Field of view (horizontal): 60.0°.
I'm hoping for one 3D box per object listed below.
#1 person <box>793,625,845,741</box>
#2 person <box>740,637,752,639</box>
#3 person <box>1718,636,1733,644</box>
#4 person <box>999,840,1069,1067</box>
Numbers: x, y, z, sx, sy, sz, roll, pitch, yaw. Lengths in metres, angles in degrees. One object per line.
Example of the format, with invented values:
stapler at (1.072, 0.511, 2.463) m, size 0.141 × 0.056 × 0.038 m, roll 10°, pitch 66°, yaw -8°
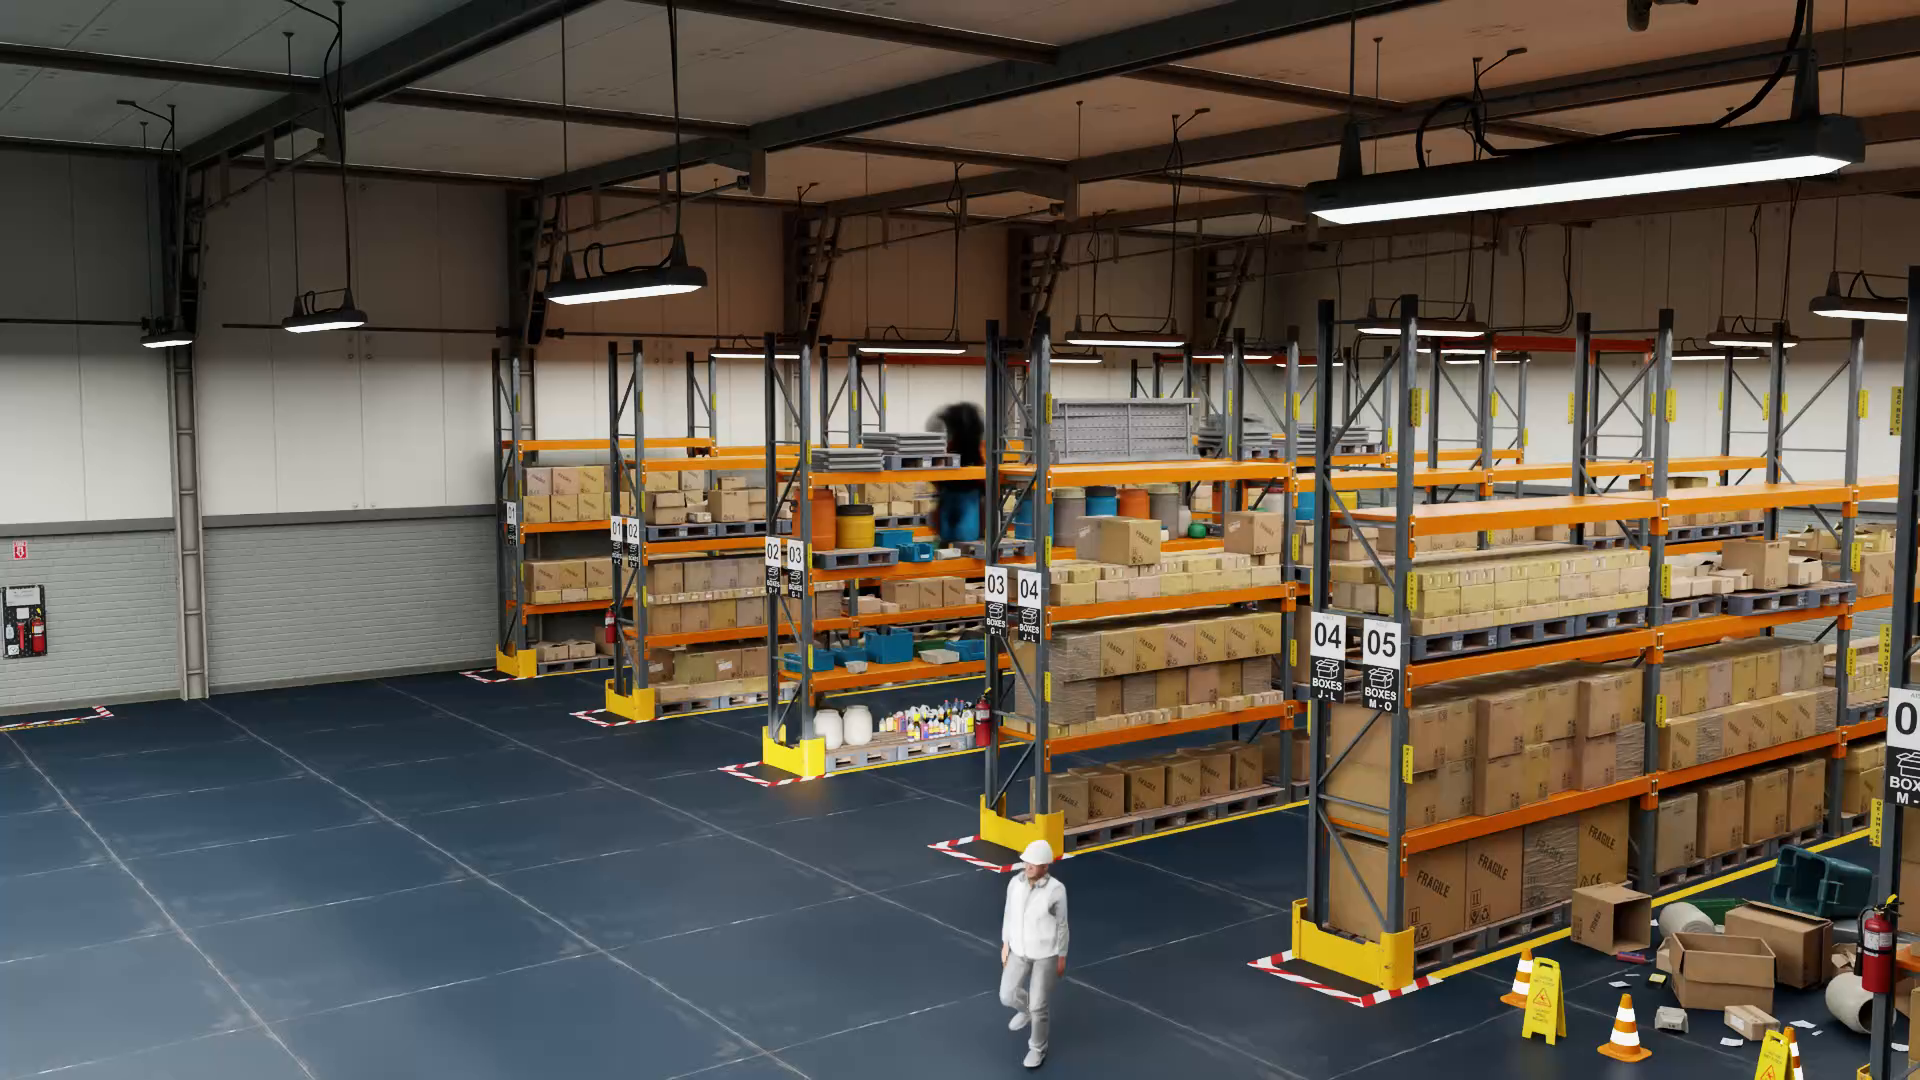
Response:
person at (-2.143, 2.130, 25.015) m, size 0.875 × 1.780 × 0.748 m, roll -3°, pitch 6°, yaw -34°
person at (-3.960, 1.572, 30.837) m, size 0.798 × 1.783 × 0.650 m, roll -4°, pitch 7°, yaw -41°
person at (10.819, 2.245, 23.625) m, size 0.629 × 1.767 × 0.718 m, roll 5°, pitch 7°, yaw 44°
person at (0.583, 3.152, 12.948) m, size 0.681 × 1.744 × 0.622 m, roll 3°, pitch 6°, yaw 34°
